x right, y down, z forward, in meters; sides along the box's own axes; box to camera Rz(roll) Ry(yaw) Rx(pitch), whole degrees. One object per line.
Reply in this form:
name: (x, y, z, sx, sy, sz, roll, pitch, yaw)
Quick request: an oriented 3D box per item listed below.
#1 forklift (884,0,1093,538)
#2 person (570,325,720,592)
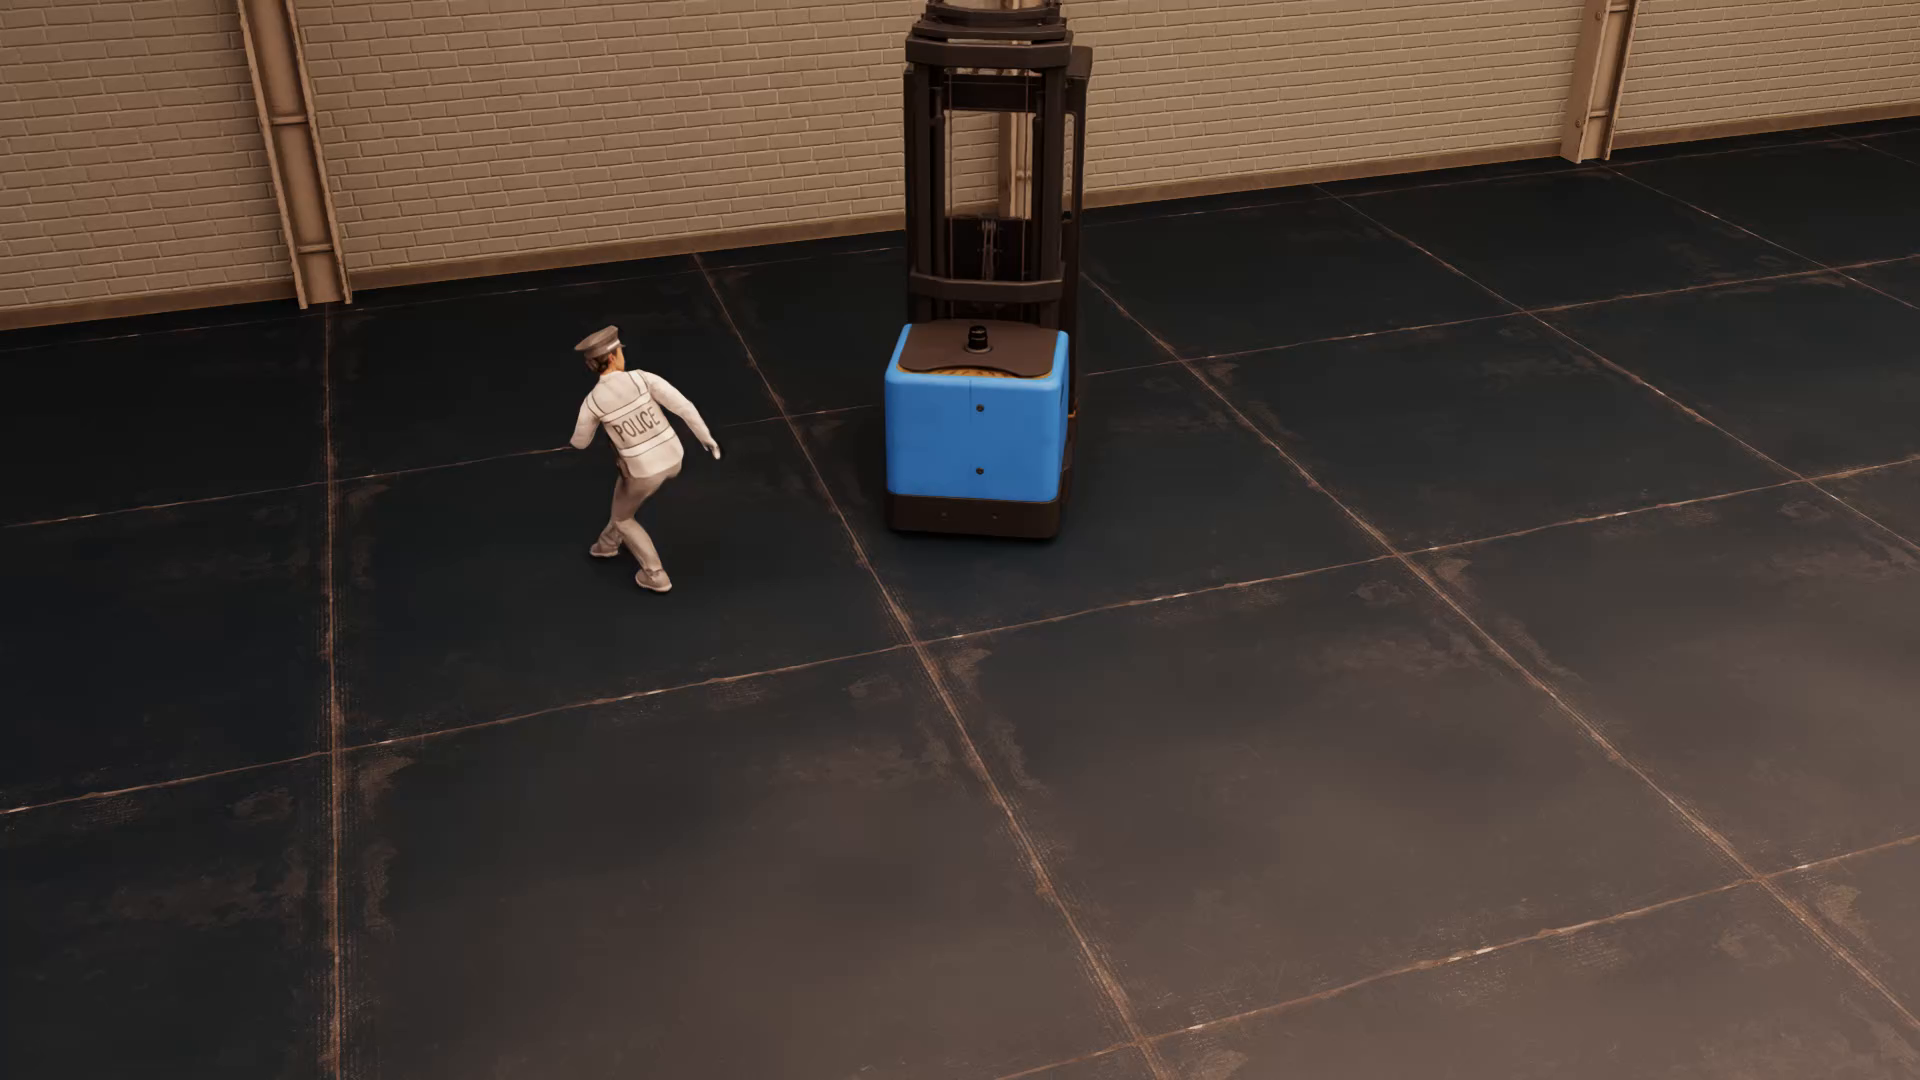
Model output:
forklift: (0.237, -1.992, 10.548, 1.130, 2.935, 3.031, 3, 30, 6)
person: (-1.829, -0.510, 9.401, 0.701, 1.526, 0.729, -22, 37, -33)
